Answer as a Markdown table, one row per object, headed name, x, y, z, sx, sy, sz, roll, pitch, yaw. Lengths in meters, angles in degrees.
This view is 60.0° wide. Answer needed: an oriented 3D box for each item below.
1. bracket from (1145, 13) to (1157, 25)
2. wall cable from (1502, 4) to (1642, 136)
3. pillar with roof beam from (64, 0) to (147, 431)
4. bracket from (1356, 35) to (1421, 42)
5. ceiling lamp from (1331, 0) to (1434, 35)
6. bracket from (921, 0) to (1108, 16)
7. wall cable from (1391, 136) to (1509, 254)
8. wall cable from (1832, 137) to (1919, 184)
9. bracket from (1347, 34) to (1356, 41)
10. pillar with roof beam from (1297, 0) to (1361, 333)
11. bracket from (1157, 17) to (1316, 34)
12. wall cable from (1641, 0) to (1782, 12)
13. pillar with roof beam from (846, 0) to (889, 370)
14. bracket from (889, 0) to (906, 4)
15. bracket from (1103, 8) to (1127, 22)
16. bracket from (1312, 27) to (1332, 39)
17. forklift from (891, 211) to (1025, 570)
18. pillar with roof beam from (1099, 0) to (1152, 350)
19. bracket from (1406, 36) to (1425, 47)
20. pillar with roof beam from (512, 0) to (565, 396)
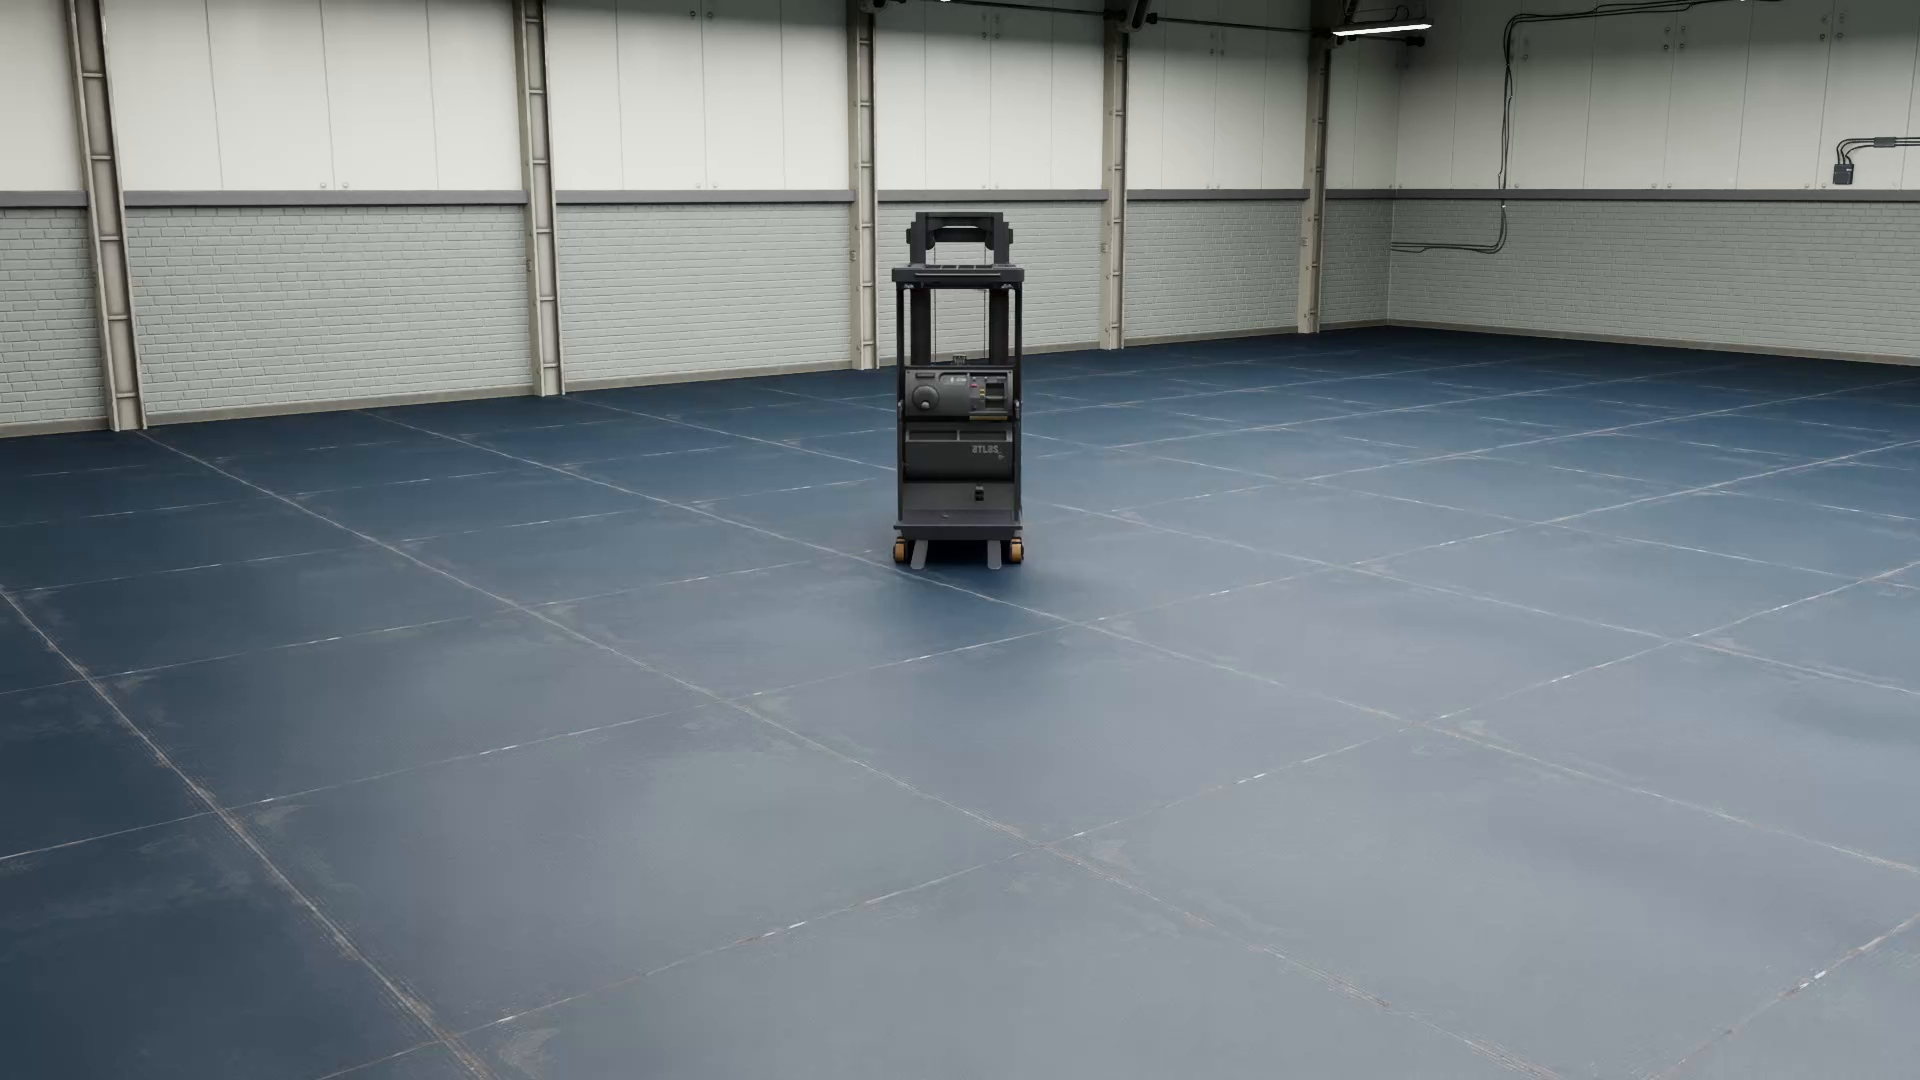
| name | x | y | z | sx | sy | sz | roll | pitch | yaw |
| --- | --- | --- | --- | --- | --- | --- | --- | --- | --- |
| bracket | 3.554 | -9.973 | 31.763 | 0.430 | 0.232 | 0.235 | -9 | 15 | -38 |
| wall cable | 12.510 | -9.675 | 34.342 | 0.112 | 2.526 | 3.097 | -9 | 15 | -38 |
| pillar with roof beam | -8.358 | -5.182 | 17.866 | 0.400 | 9.000 | 9.100 | -9 | 15 | -38 |
| bracket | 9.629 | -10.982 | 36.517 | 3.189 | 0.066 | 0.076 | -9 | 15 | -38 |
| ceiling lamp | 7.643 | -10.578 | 29.225 | 0.800 | 3.185 | 2.000 | -9 | 15 | -38 |
| bracket | 0.894 | -9.531 | 29.681 | 4.783 | 0.066 | 0.076 | -9 | 15 | -38 |
| wall cable | 10.820 | -7.643 | 36.933 | 0.112 | 2.526 | 3.097 | -9 | 15 | -38 |
| wall cable | 16.738 | -9.284 | 28.997 | 0.169 | 6.003 | 2.305 | -9 | 15 | -38 |
| bracket | 8.239 | -10.751 | 35.429 | 0.430 | 0.232 | 0.235 | -9 | 15 | -38 |
| pillar with roof beam | 10.383 | -8.296 | 32.532 | 0.548 | 9.000 | 9.100 | -9 | 15 | -38 |
| bracket | 5.579 | -10.309 | 33.348 | 4.783 | 0.066 | 0.076 | -9 | 15 | -38 |
| wall cable | 14.443 | -11.398 | 31.506 | 0.112 | 2.526 | 3.097 | -9 | 15 | -38 |
| pillar with roof beam | 1.013 | -6.739 | 25.199 | 0.548 | 9.000 | 9.100 | -9 | 15 | -38 |
| bracket | -1.131 | -9.194 | 28.096 | 0.430 | 0.232 | 0.235 | -9 | 15 | -38 |
| bracket | 2.906 | -9.865 | 31.255 | 0.430 | 0.232 | 0.235 | -9 | 15 | -38 |
| bracket | 7.591 | -10.643 | 34.922 | 0.430 | 0.232 | 0.235 | -9 | 15 | -38 |
| forklift | -0.010 | -1.304 | 14.214 | 1.130 | 2.935 | 3.031 | 0 | 12 | 1 |
| pillar with roof beam | 5.698 | -7.517 | 28.866 | 0.548 | 9.000 | 9.100 | -9 | 15 | -38 |
| bracket | 10.090 | -11.059 | 36.877 | 0.430 | 0.232 | 0.235 | -9 | 15 | -38 |
| pillar with roof beam | -3.672 | -5.960 | 21.533 | 0.400 | 9.000 | 9.100 | -9 | 15 | -38 |
